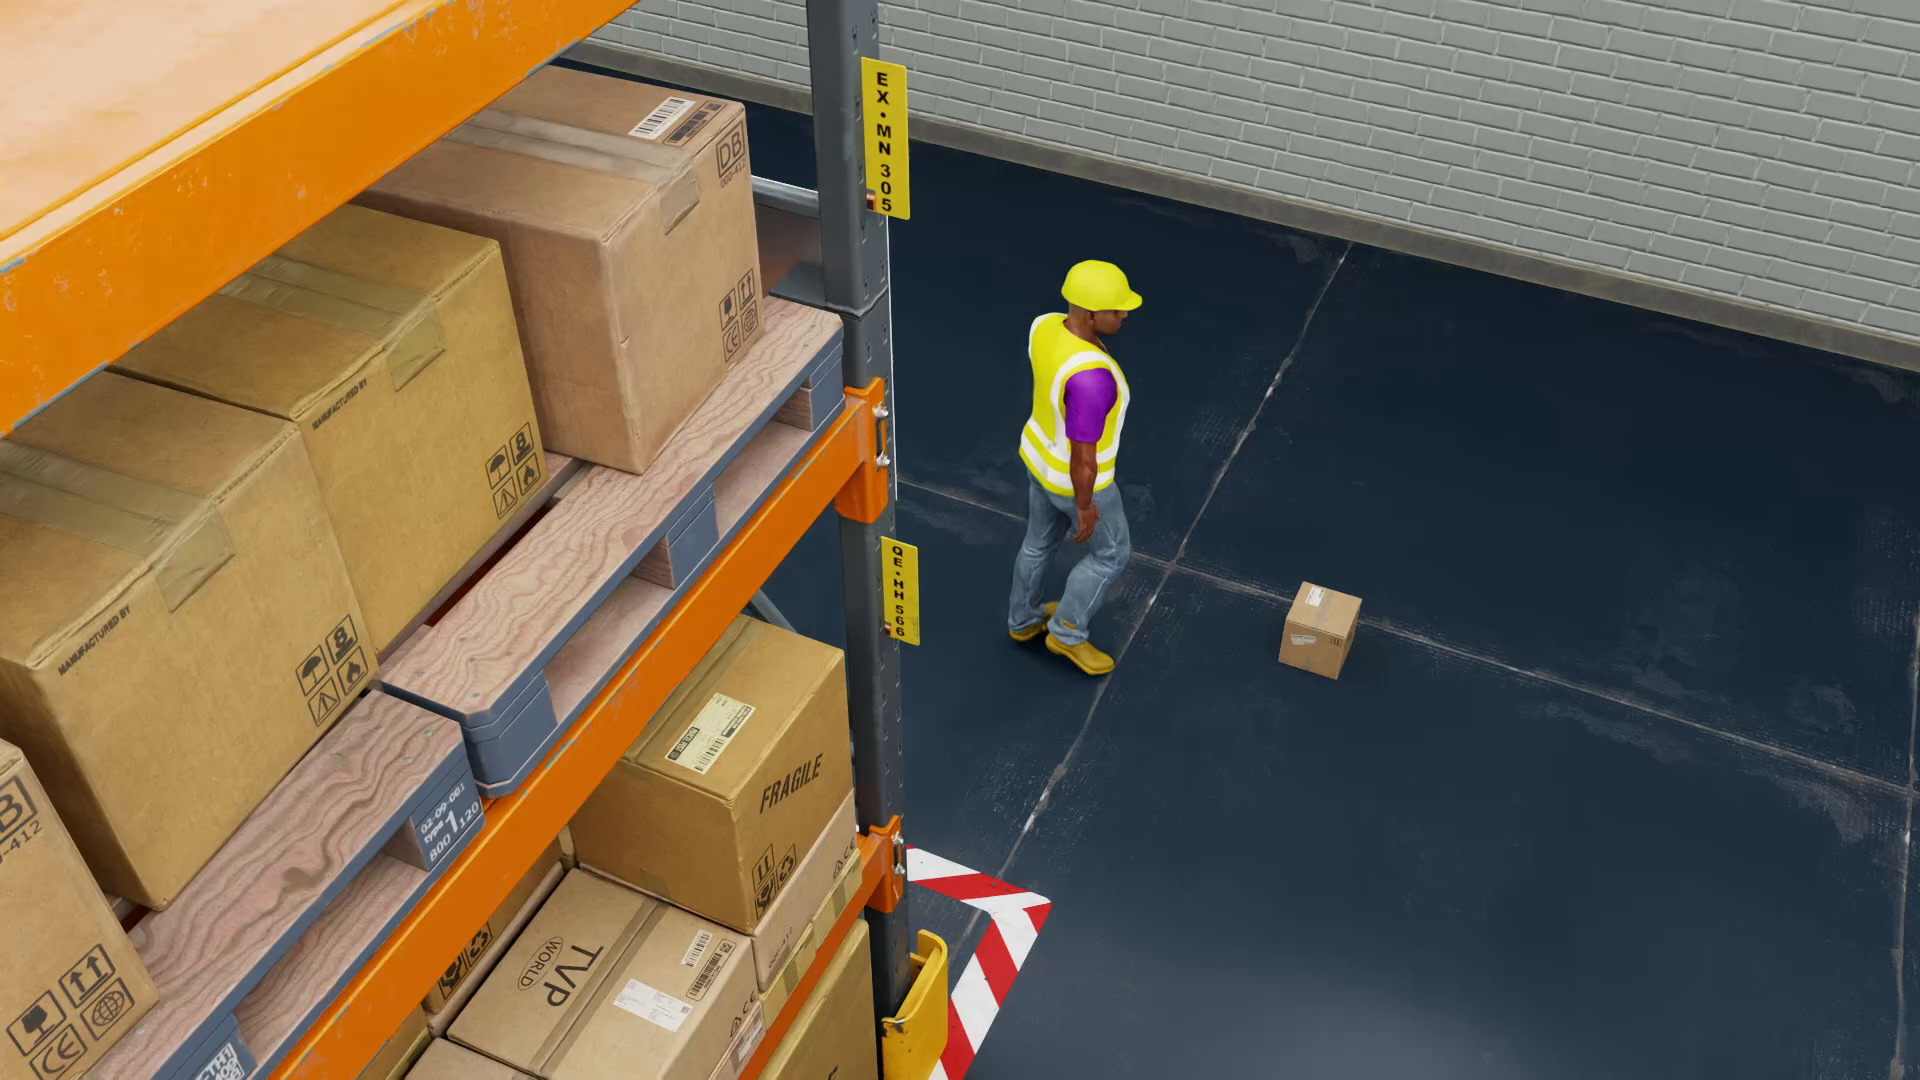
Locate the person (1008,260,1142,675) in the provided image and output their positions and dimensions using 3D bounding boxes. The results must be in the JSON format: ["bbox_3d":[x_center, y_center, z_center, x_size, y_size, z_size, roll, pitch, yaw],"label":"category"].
[{"bbox_3d":[0.424,-0.280,6.436,0.475,1.777,0.606,-16,44,-17],"label":"person"}]
